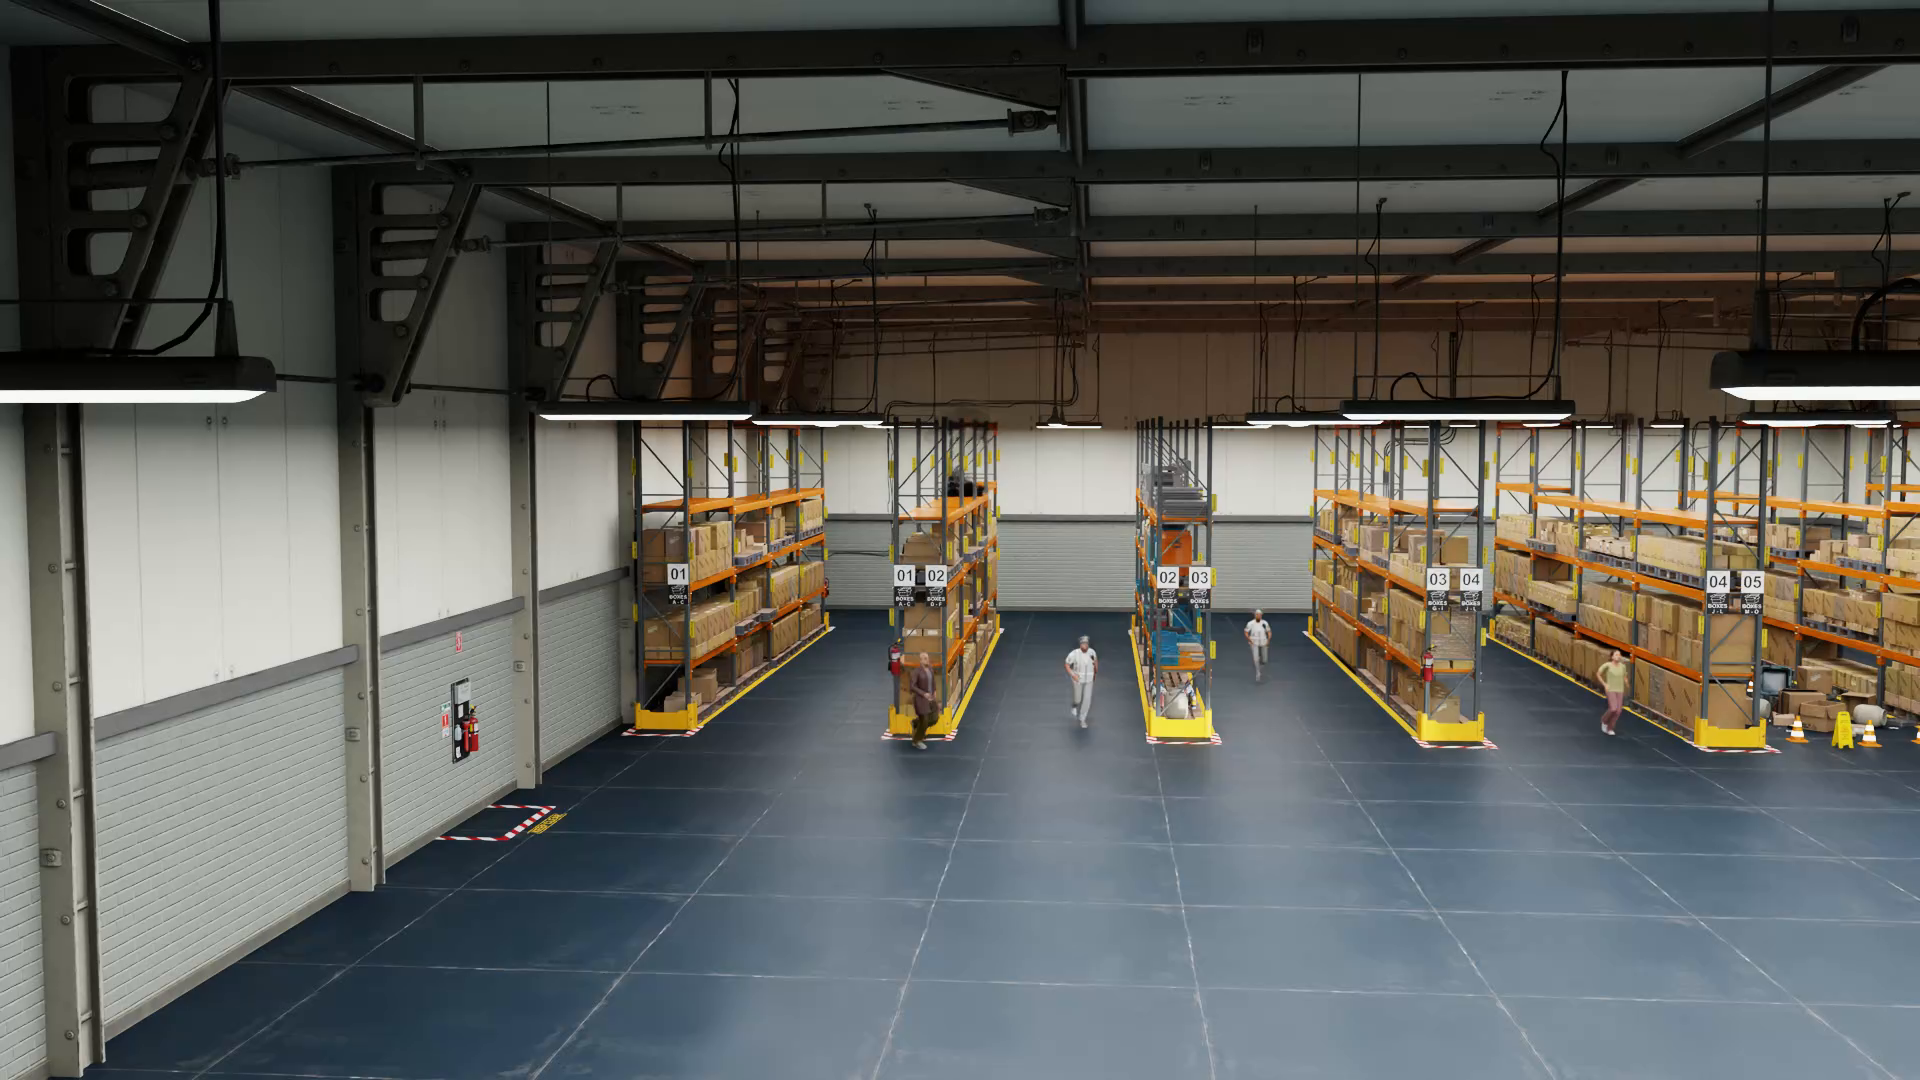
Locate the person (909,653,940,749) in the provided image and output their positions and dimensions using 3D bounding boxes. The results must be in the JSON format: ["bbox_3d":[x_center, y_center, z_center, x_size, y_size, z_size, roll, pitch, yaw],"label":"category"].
[{"bbox_3d":[-0.645,2.899,30.083,0.703,1.742,0.741,3,5,42],"label":"person"}]

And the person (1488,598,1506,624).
[{"bbox_3d":[15.381,1.776,47.555,0.540,1.698,0.761,2,4,33],"label":"person"}]

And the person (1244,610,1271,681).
[{"bbox_3d":[6.880,2.432,38.430,0.620,1.614,0.708,0,4,-2],"label":"person"}]

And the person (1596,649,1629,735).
[{"bbox_3d":[12.309,2.861,31.248,0.558,1.626,0.516,0,4,-7],"label":"person"}]

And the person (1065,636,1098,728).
[{"bbox_3d":[2.389,2.738,32.535,0.688,1.768,0.813,-1,4,-14],"label":"person"}]
